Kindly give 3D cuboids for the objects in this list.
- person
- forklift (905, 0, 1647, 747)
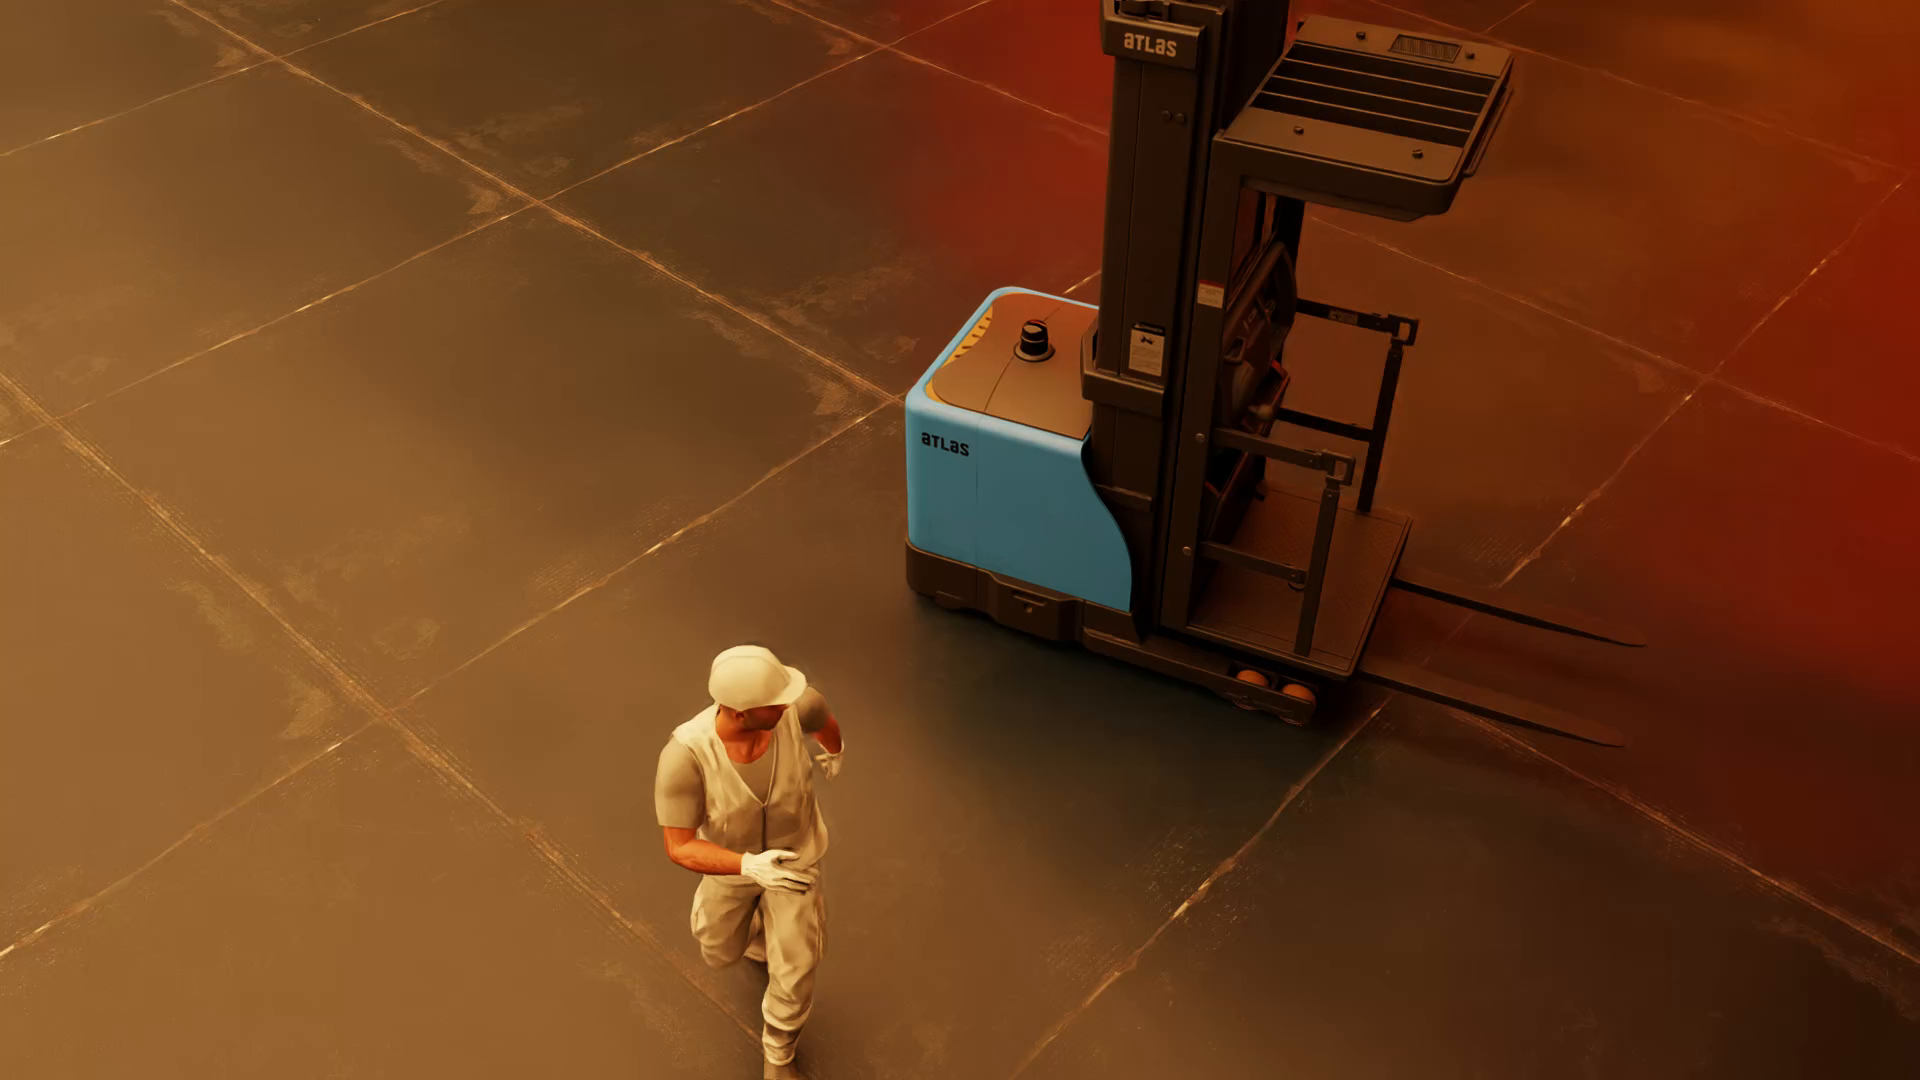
[{"bbox_3d":[-0.626,0.974,5.265,0.583,1.695,0.895,-5,41,-6],"label":"person"},{"bbox_3d":[1.322,-0.755,6.308,3.031,2.935,1.130,17,43,18],"label":"forklift"}]
